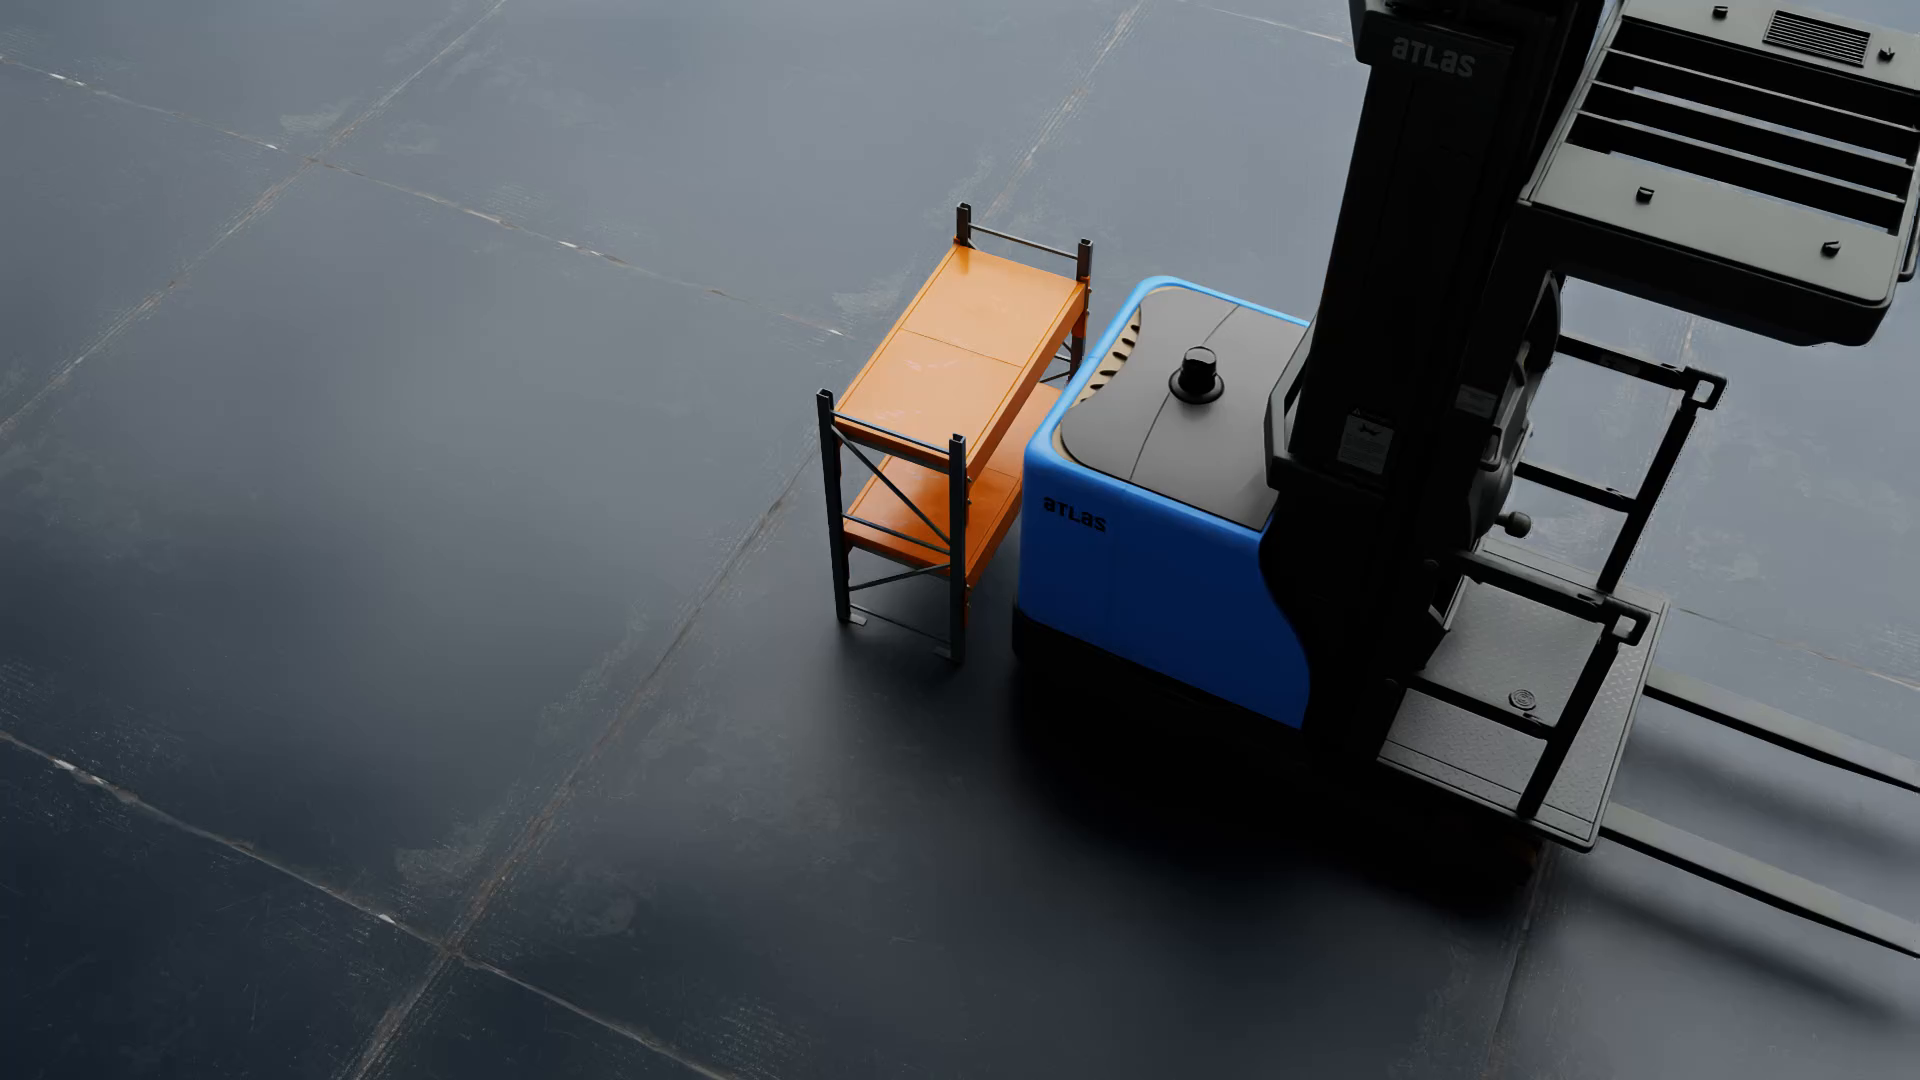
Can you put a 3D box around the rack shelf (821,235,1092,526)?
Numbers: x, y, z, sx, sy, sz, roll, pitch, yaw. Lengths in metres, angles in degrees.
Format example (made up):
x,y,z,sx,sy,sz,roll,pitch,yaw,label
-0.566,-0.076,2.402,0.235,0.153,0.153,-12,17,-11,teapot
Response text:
x,y,z,sx,sy,sz,roll,pitch,yaw,label
0.003,-0.559,5.603,0.538,0.278,1.000,20,52,16,rack shelf

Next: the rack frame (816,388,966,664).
x,y,z,sx,sy,sz,roll,pitch,yaw,label
-0.214,-0.019,5.528,0.500,1.125,0.032,20,52,16,rack frame

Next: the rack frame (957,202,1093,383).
x,y,z,sx,sy,sz,roll,pitch,yaw,label
0.220,-0.719,6.123,0.500,1.125,0.032,20,52,16,rack frame

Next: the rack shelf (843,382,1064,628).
x,y,z,sx,sy,sz,roll,pitch,yaw,label
0.003,-0.211,6.012,0.538,0.278,1.000,20,52,16,rack shelf

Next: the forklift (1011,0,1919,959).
x,y,z,sx,sy,sz,roll,pitch,yaw,label
1.728,-0.322,4.600,3.031,2.935,1.130,22,53,18,forklift

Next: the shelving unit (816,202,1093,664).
x,y,z,sx,sy,sz,roll,pitch,yaw,label
0.003,-0.369,5.826,0.538,1.125,1.048,20,52,16,shelving unit
